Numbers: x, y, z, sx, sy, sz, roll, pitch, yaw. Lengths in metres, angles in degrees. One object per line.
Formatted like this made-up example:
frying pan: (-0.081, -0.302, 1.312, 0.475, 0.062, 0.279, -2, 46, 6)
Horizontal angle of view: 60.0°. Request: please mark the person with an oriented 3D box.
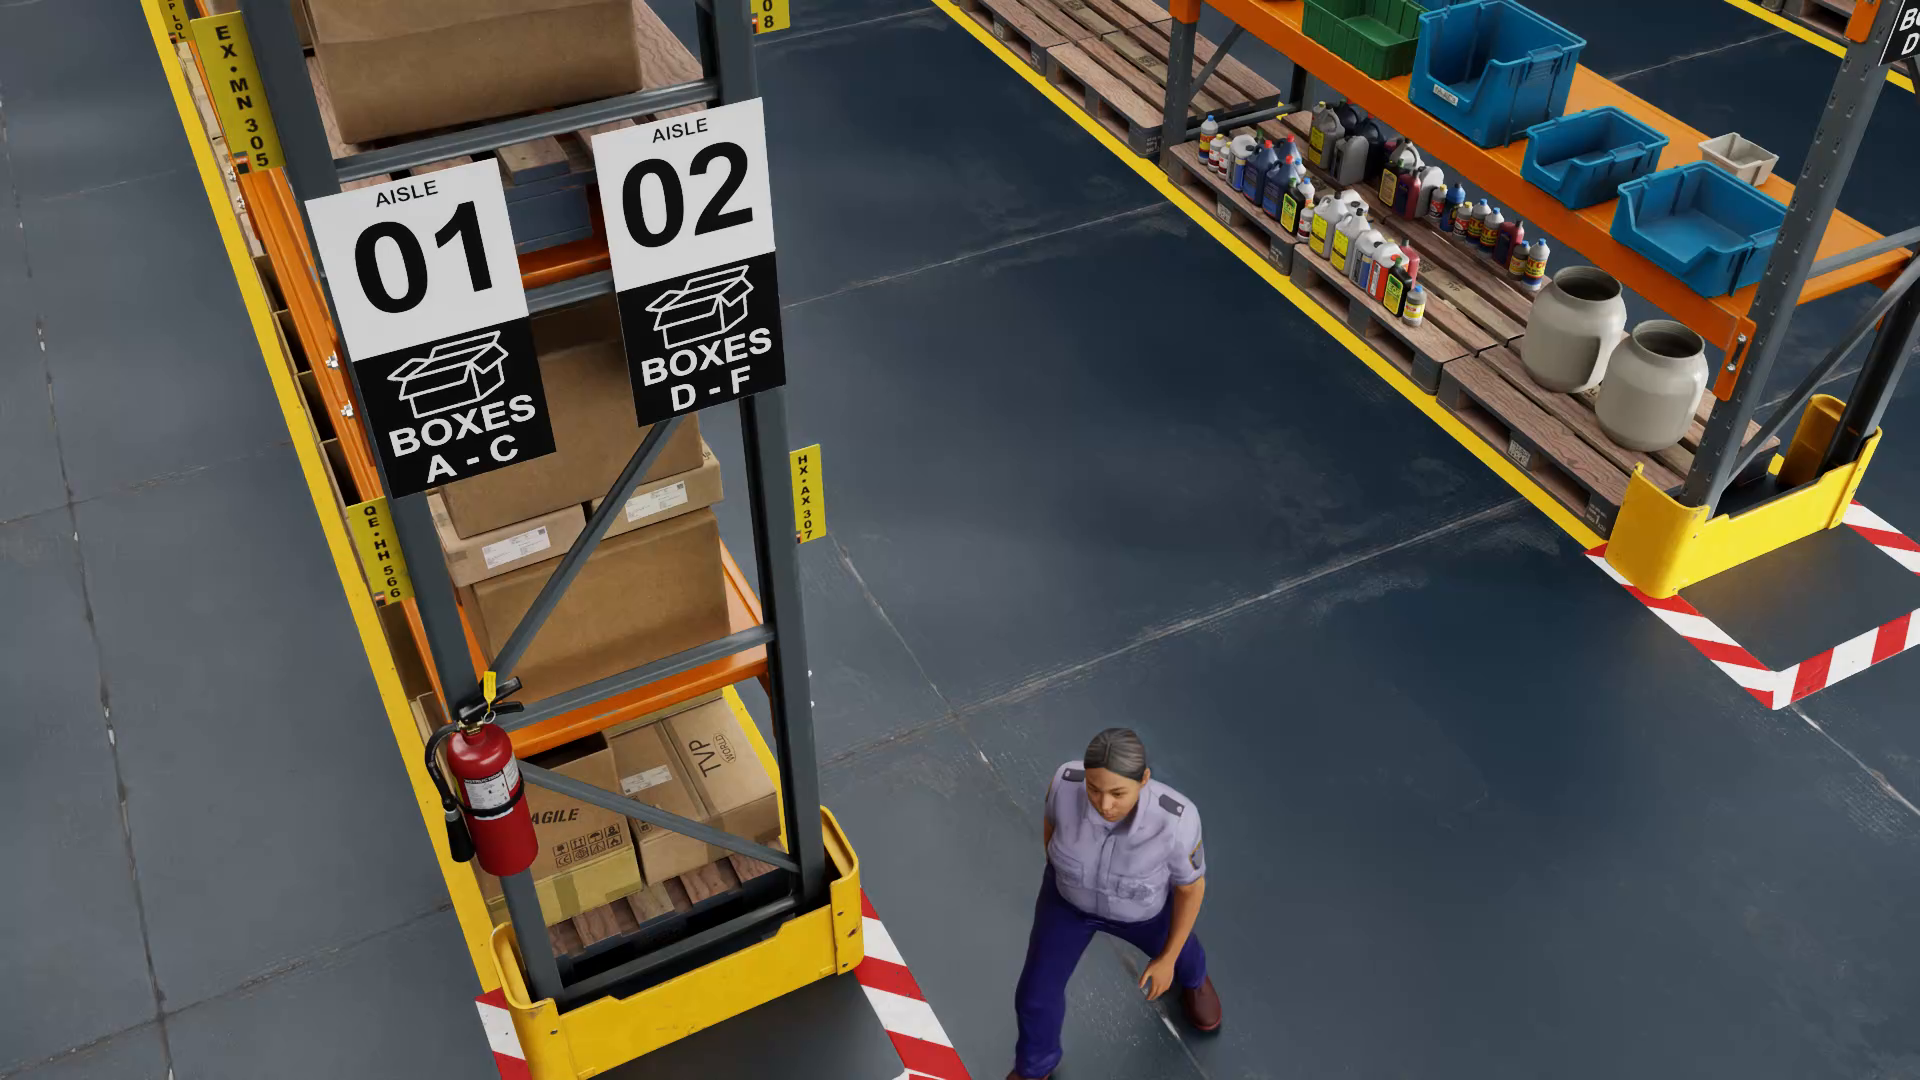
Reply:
person: (0.504, 1.075, 4.972, 0.660, 1.589, 0.782, 11, 43, 12)
